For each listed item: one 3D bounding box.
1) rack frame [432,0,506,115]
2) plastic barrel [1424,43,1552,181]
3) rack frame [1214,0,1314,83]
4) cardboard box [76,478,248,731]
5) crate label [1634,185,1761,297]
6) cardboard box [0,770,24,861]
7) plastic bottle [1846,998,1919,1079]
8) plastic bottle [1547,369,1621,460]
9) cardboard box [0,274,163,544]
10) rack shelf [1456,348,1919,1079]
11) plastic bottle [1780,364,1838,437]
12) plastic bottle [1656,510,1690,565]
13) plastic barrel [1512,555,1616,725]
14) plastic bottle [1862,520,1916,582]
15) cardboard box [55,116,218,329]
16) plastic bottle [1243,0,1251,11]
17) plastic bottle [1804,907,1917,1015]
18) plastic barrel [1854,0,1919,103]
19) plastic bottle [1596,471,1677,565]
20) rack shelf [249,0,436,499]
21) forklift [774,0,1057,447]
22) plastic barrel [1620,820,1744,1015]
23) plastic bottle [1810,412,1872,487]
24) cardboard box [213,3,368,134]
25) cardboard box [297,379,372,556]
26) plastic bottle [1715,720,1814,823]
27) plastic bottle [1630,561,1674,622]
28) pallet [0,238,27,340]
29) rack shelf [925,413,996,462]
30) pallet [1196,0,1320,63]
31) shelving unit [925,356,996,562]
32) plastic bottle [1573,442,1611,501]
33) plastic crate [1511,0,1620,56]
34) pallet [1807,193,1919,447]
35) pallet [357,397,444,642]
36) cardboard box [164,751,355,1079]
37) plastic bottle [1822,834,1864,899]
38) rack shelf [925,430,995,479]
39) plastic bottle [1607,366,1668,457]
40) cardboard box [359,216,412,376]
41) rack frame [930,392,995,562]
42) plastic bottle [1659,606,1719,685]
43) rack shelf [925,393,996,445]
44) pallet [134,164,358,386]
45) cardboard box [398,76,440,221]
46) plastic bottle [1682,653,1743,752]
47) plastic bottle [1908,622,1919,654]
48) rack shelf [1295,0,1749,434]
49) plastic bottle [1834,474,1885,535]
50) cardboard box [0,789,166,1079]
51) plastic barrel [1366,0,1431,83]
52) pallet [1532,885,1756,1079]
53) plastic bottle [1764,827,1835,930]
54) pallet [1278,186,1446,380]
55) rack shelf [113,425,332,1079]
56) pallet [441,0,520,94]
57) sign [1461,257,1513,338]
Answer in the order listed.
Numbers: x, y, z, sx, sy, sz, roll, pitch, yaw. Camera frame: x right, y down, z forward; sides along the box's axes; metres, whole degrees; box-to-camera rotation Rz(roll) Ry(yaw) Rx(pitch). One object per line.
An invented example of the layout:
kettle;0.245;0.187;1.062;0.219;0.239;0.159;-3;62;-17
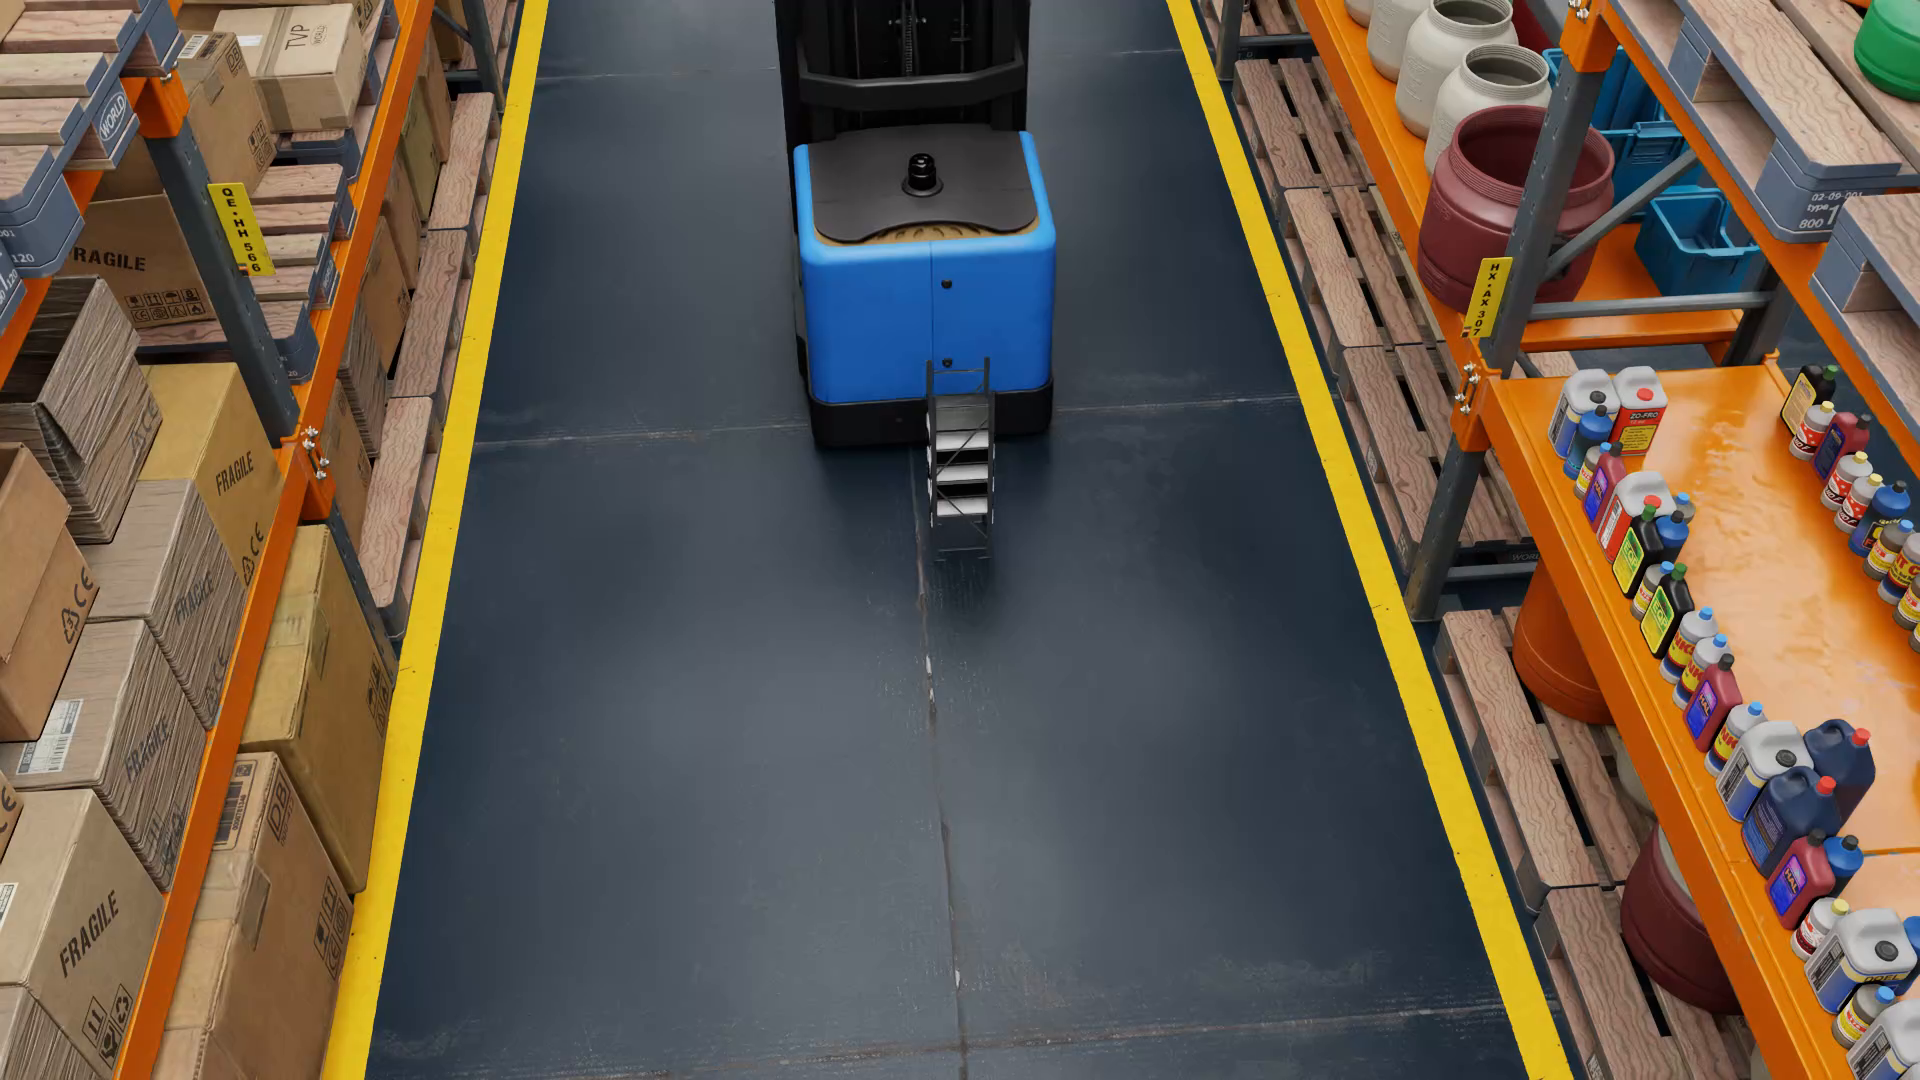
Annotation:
rack frame;-2.995;-3.368;8.011;1.000;3.000;0.127;-3;47;-3
plastic barrel;1.977;-1.545;6.207;0.421;0.512;0.421;0;47;0
rack frame;1.941;-3.669;8.296;1.000;3.000;0.127;-3;47;-3
cardboard box;-2.336;0.194;4.568;0.500;0.500;0.500;-4;47;-4
crate label;2.614;-1.045;5.926;0.303;0.233;0.416;-3;47;-3
cardboard box;-2.500;0.633;3.461;0.797;0.503;0.637;-2;47;-2
plastic bottle;2.171;1.169;3.799;0.152;0.276;0.135;-3;47;-3
plastic bottle;1.990;-0.400;5.285;0.152;0.276;0.135;-3;47;-3
cardboard box;-2.615;-0.324;4.367;0.797;0.503;0.637;-2;47;-2
rack shelf;2.443;0.919;4.446;1.077;0.370;4.000;-3;47;-3
plastic bottle;2.735;-0.468;5.345;0.061;0.283;0.133;-3;47;-3
plastic bottle;2.071;0.018;4.892;0.097;0.271;0.097;0;47;0
plastic barrel;2.334;0.179;5.856;0.600;0.830;0.708;-3;47;-3
plastic bottle;2.770;0.023;4.936;0.097;0.201;0.097;0;47;0
cardboard box;-2.745;-1.041;5.449;0.500;0.500;0.500;-9;47;-8
plastic bottle;1.600;-3.102;9.383;0.097;0.201;0.097;0;47;0
plastic bottle;2.152;1.002;3.957;0.152;0.276;0.135;-3;47;-3
plastic barrel;2.135;-1.117;3.630;0.294;0.245;0.294;0;47;0
plastic bottle;2.028;-0.065;4.968;0.152;0.276;0.135;-3;47;-3
rack shelf;-2.827;-1.674;6.901;1.077;0.370;4.000;-3;47;-3
forklift;-0.272;-2.485;7.221;1.130;2.935;3.031;-4;47;-4
plastic barrel;2.428;1.079;5.170;0.600;0.588;0.708;-3;47;-3
plastic bottle;2.754;-0.301;5.186;0.061;0.283;0.133;-3;47;-3
cardboard box;-2.571;-1.794;6.333;0.500;0.250;0.500;-5;47;-4
cardboard box;-2.736;-0.250;6.476;0.700;0.500;0.500;-6;47;-5
plastic bottle;2.106;0.603;4.334;0.152;0.276;0.135;-3;47;-3
plastic bottle;2.022;0.143;4.822;0.097;0.201;0.097;0;47;0
pallet;-2.457;-0.169;3.045;1.003;0.211;1.213;-2;47;-1
rack shelf;0.001;-0.404;6.448;0.258;0.077;0.200;-3;47;-3
pallet;1.926;-3.199;9.771;1.003;0.211;1.213;-3;47;-3
shelving unit;0.001;-0.304;6.554;0.258;0.900;0.210;-3;47;-3
plastic bottle;1.980;-0.218;5.164;0.097;0.201;0.097;0;47;0
plastic crate;2.445;-1.985;6.656;0.402;0.464;0.583;-3;47;-3
pallet;2.350;-0.229;3.102;1.003;0.211;1.213;-3;47;-3
pallet;-2.724;-0.081;6.818;1.003;0.211;1.213;-3;47;-3
cardboard box;-2.556;1.258;4.803;1.225;0.875;0.875;-3;47;-3
plastic bottle;2.164;0.821;4.132;0.097;0.271;0.097;0;47;0
rack shelf;0.001;-0.343;6.513;0.258;0.077;0.200;-3;47;-3
plastic bottle;2.141;-0.409;5.294;0.152;0.276;0.135;-3;47;-3
cardboard box;-2.849;-1.060;7.243;0.700;0.500;0.500;0;47;0
rack frame;0.009;-0.230;6.485;0.240;0.900;0.006;-3;47;-3
plastic bottle;2.041;0.285;4.639;0.097;0.271;0.097;0;47;0
rack shelf;0.001;-0.466;6.382;0.258;0.077;0.200;-3;47;-3
pallet;-2.826;-0.917;5.822;1.213;0.211;1.003;-3;47;-3
cardboard box;-2.944;-1.868;8.009;0.700;0.500;0.500;-4;47;-4
plastic bottle;2.041;0.436;4.488;0.061;0.283;0.133;-3;47;-3
plastic bottle;2.794;0.234;4.736;0.097;0.201;0.097;0;47;0
rack shelf;2.108;-1.975;7.186;1.077;0.370;4.000;-3;47;-3
plastic bottle;2.754;-0.118;5.069;0.097;0.201;0.097;0;47;0
cardboard box;-2.247;0.938;3.863;0.500;0.500;0.500;-3;47;-3
plastic barrel;1.900;-2.167;6.779;0.433;0.535;0.433;0;47;0
pallet;2.482;1.632;5.195;1.003;0.211;1.213;-3;47;-3
plastic bottle;2.087;0.834;4.111;0.061;0.283;0.133;-3;47;-3
pallet;2.150;-1.260;7.934;1.003;0.211;1.213;-3;47;-3
rack shelf;-2.493;1.220;4.160;1.077;0.370;4.000;-3;47;-3
pallet;-3.086;-2.893;9.481;1.003;0.211;1.213;-3;47;-3
sign;1.728;-0.793;5.459;0.100;0.325;0.005;-3;47;-3
